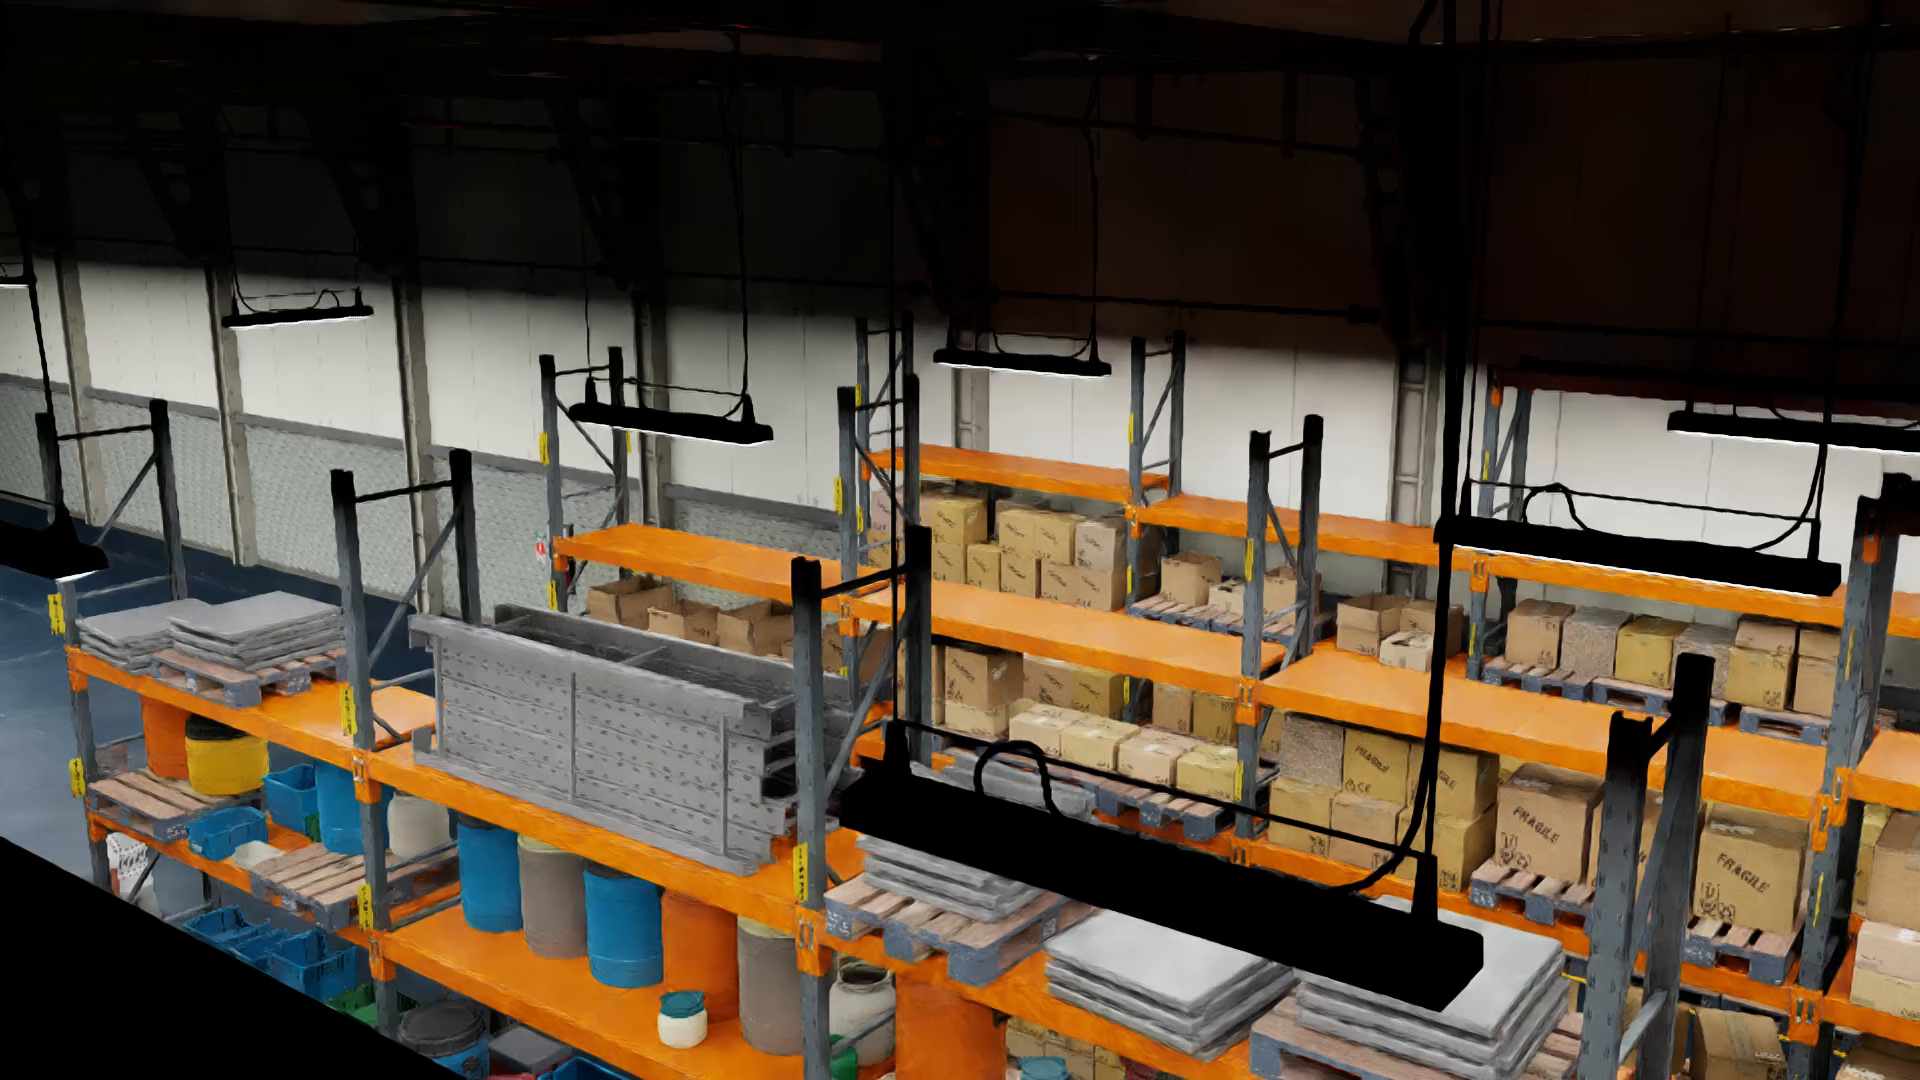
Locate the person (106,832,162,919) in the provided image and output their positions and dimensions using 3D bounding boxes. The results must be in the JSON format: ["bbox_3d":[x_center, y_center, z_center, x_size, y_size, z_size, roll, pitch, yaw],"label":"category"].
[{"bbox_3d":[-8.322,3.436,16.608,1.034,1.707,0.536,7,15,28],"label":"person"}]
